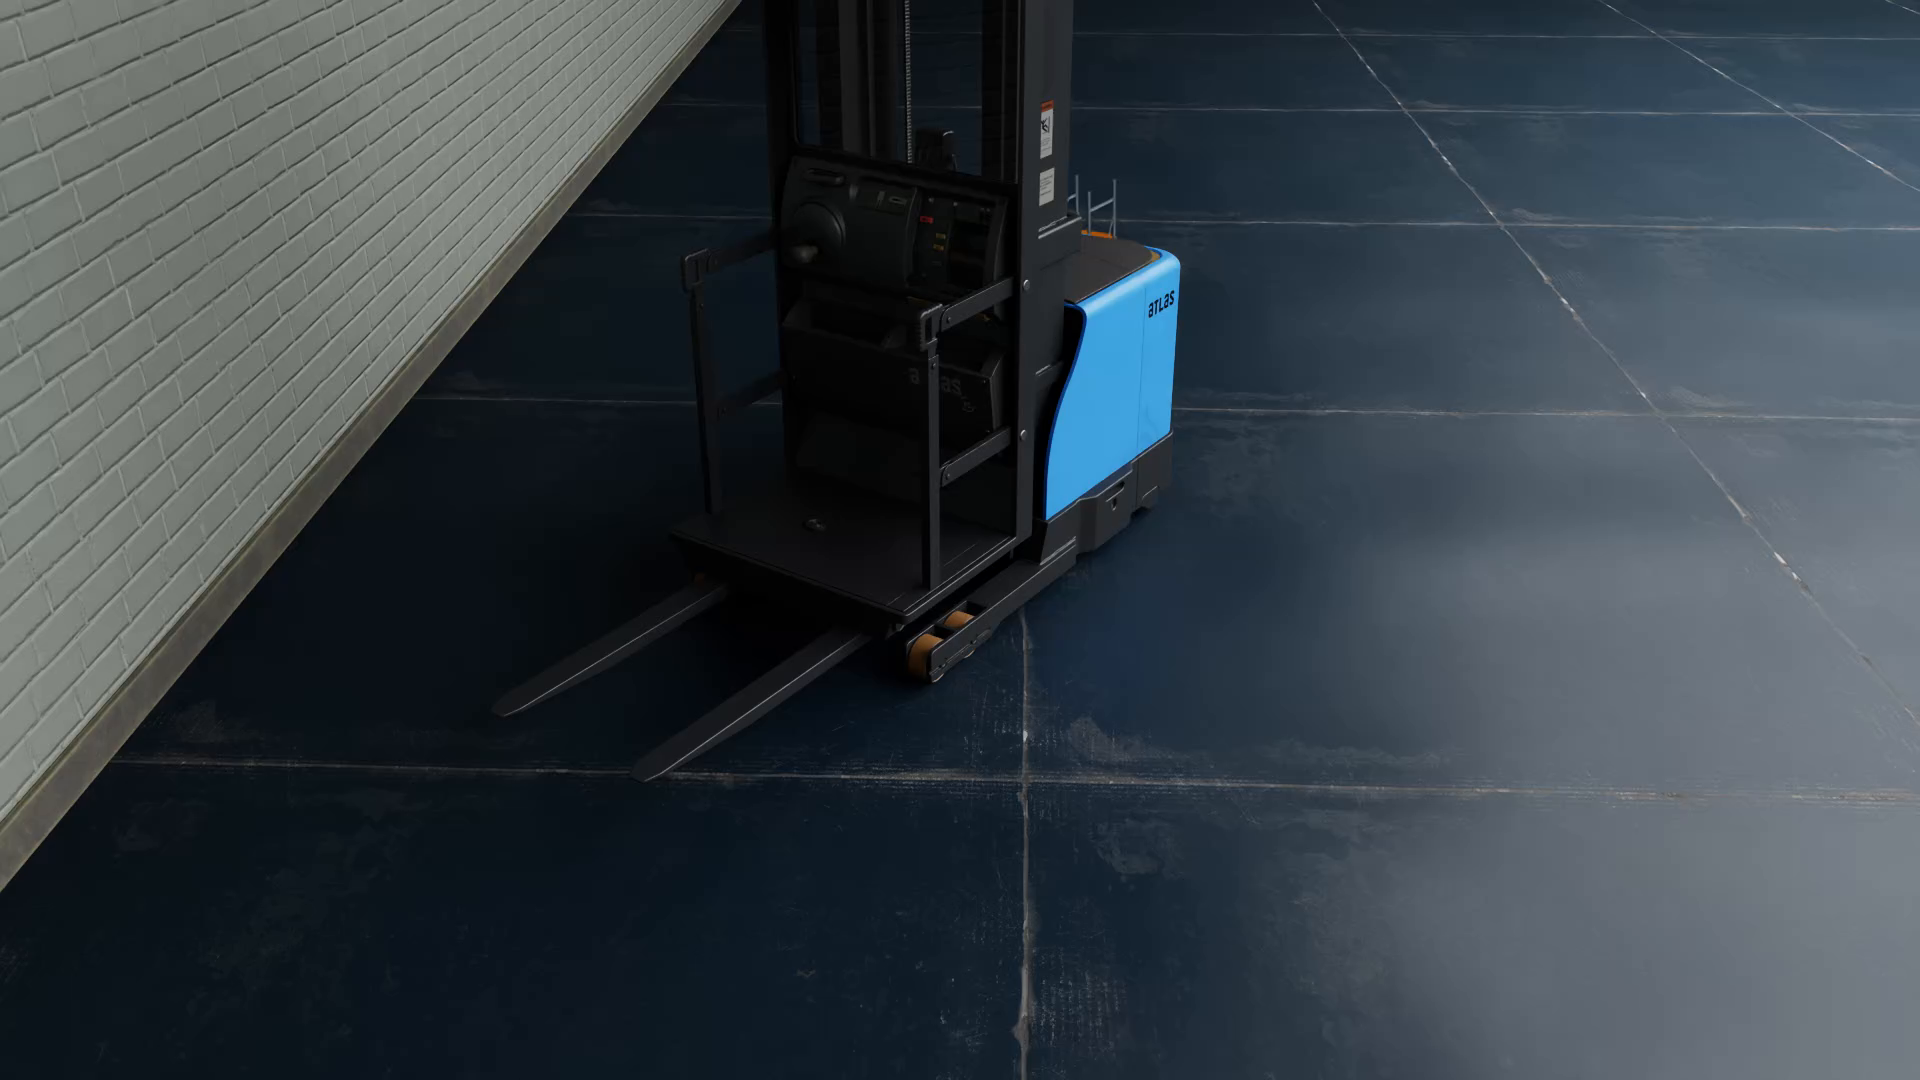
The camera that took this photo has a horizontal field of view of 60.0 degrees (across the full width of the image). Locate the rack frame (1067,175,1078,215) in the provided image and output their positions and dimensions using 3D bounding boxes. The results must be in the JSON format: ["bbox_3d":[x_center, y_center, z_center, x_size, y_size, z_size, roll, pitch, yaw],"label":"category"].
[{"bbox_3d":[0.463,-0.987,7.330,0.006,1.200,0.240,14,30,30],"label":"rack frame"}]

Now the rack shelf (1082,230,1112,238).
[{"bbox_3d":[0.527,-1.252,7.146,0.180,0.103,0.258,14,30,30],"label":"rack shelf"}]

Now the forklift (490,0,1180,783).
[{"bbox_3d":[-0.356,-1.053,5.607,1.130,2.935,3.031,18,33,30],"label":"forklift"}]

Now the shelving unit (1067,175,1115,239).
[{"bbox_3d":[0.539,-0.968,7.284,0.189,1.200,0.258,14,30,30],"label":"shelving unit"}]

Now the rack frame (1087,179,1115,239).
[{"bbox_3d":[0.616,-0.949,7.239,0.006,1.200,0.240,14,30,30],"label":"rack frame"}]
